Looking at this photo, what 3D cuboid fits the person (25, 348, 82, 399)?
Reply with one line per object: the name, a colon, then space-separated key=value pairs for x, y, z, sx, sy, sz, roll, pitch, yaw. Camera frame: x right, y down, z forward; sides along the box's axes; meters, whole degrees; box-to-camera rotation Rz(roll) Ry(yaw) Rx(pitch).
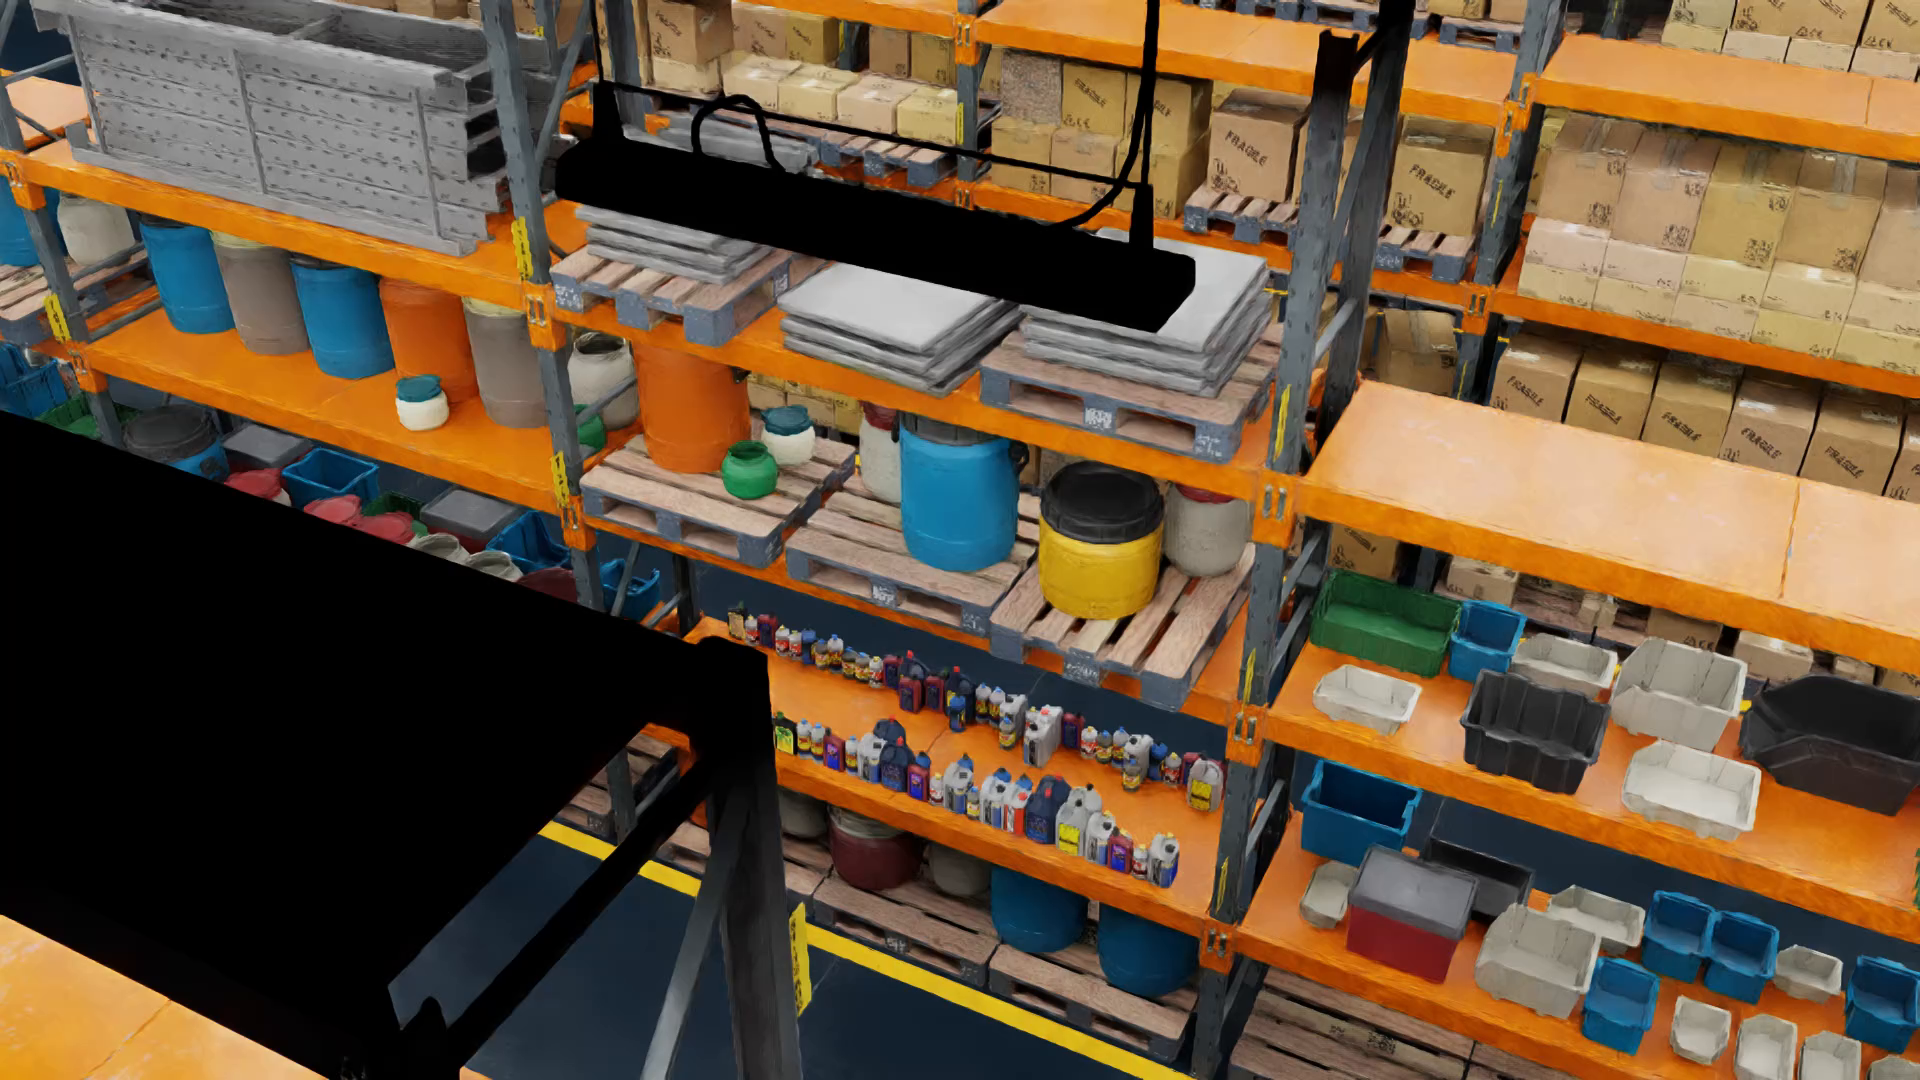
person: x=-7.902 y=-1.581 z=14.562 sx=0.570 sy=1.768 sz=0.627 roll=-22 pitch=41 yaw=-28
